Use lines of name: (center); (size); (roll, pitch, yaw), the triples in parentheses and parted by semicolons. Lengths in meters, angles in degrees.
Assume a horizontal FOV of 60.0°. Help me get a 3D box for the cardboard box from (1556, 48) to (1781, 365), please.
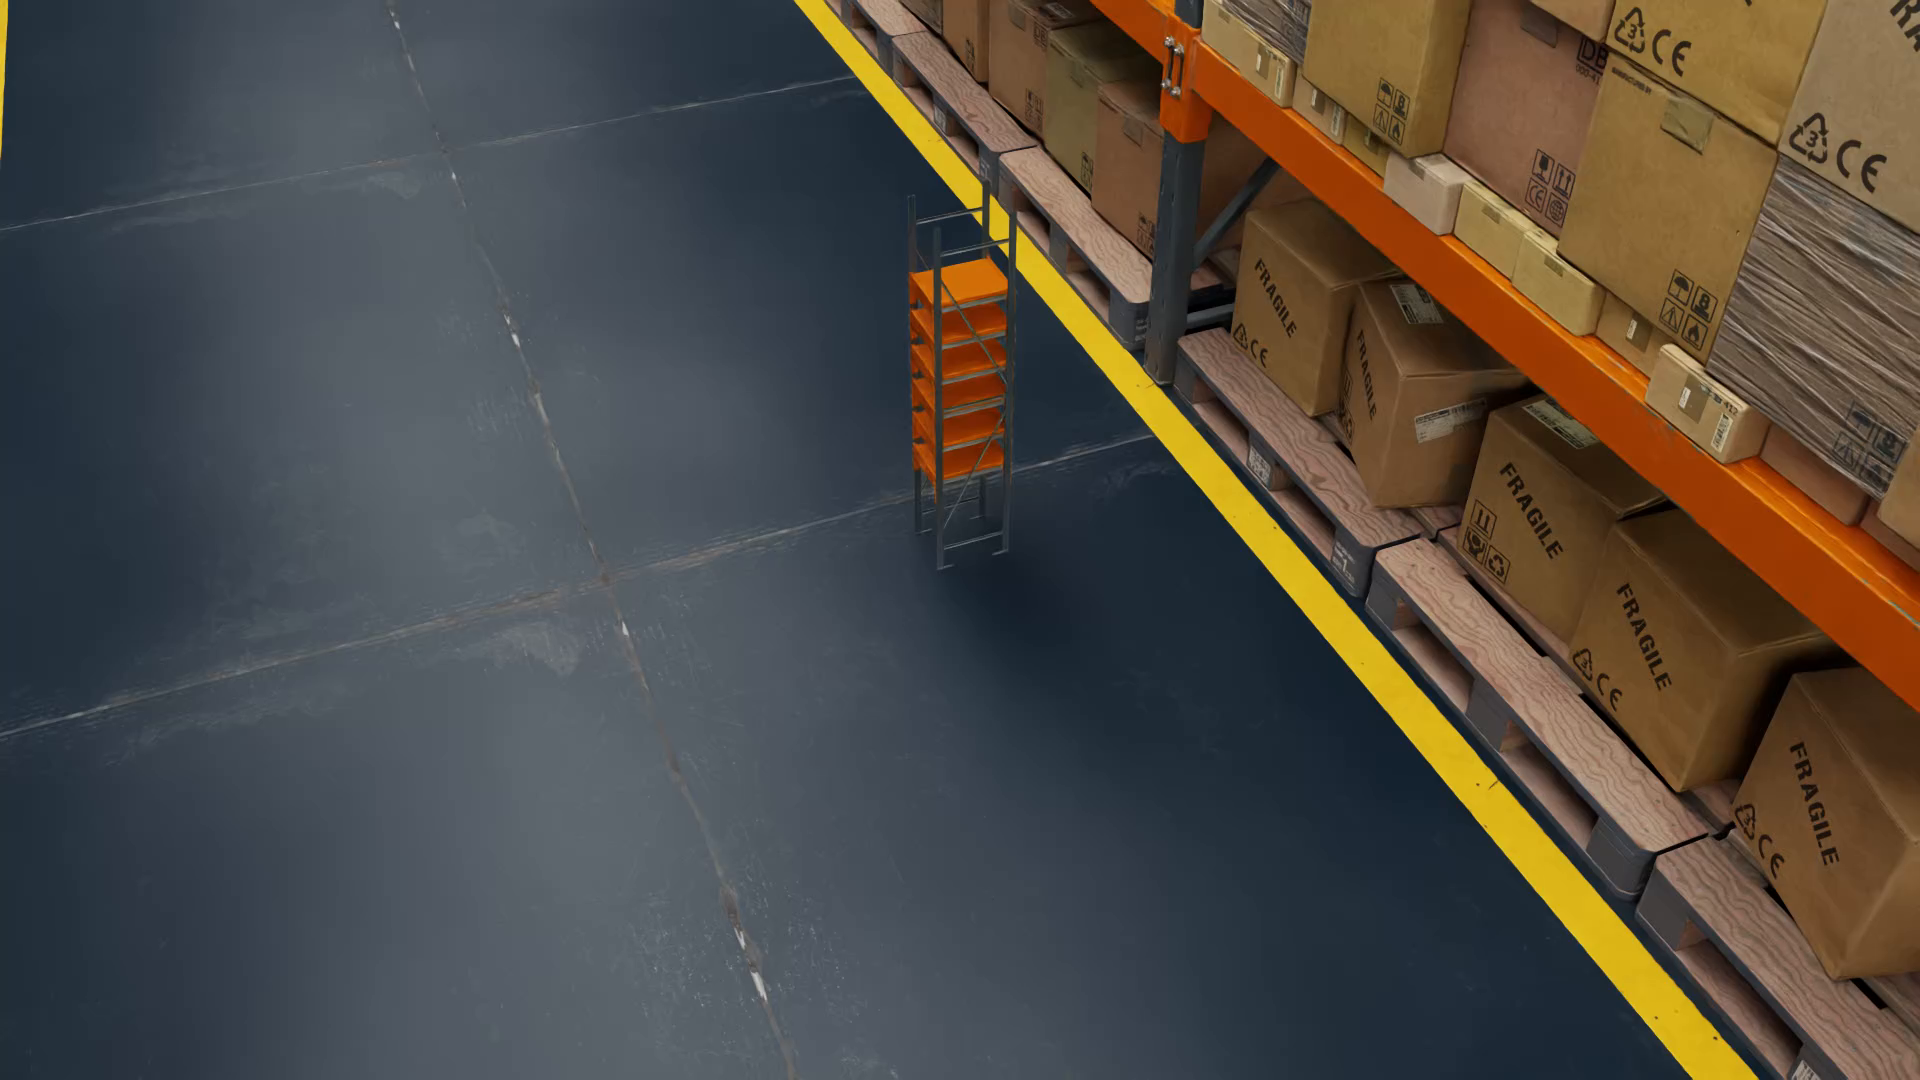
cardboard box: (1.851, -0.803, 3.578); (0.875, 0.500, 0.500); (-15, 43, -17)

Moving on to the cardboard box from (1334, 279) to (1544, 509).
cardboard box: (1.482, -0.453, 5.072); (0.500, 0.500, 0.500); (-3, 41, -3)

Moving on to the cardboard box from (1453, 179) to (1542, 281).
cardboard box: (1.445, -0.789, 4.060); (0.380, 0.149, 0.250); (-15, 43, -17)

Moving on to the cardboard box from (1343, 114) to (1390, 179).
cardboard box: (1.254, -1.090, 4.410); (0.380, 0.149, 0.250); (-15, 43, -17)

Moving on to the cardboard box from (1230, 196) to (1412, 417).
cardboard box: (1.256, -0.796, 5.471); (0.500, 0.500, 0.500); (-16, 43, -18)

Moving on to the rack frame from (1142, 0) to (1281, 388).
rack frame: (1.140, -1.836, 5.084); (1.000, 3.000, 0.127); (-15, 43, -17)

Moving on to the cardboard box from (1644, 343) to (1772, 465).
cardboard box: (1.700, -0.329, 3.524); (0.380, 0.149, 0.250); (-15, 43, -17)

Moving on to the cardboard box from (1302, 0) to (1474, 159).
cardboard box: (1.414, -1.390, 4.261); (0.875, 0.500, 0.500); (-15, 43, -17)

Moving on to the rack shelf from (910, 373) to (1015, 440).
rack shelf: (0.006, -0.413, 4.878); (0.258, 0.103, 0.180); (-15, 43, -17)

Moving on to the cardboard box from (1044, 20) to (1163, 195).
cardboard box: (0.760, -1.722, 6.532); (0.700, 0.500, 0.500); (-15, 43, -17)

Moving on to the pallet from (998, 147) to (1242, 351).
pallet: (0.841, -1.247, 6.539); (1.003, 0.211, 1.213); (-15, 43, -17)

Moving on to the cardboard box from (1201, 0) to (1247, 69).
cardboard box: (0.944, -1.536, 4.928); (0.380, 0.149, 0.250); (-15, 43, -17)

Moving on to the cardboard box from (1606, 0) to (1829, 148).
cardboard box: (1.662, -1.131, 3.193); (0.500, 0.500, 0.500); (-15, 43, -17)

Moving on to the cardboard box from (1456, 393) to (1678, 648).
cardboard box: (1.792, -0.099, 4.660); (0.500, 0.500, 0.500); (-19, 44, -21)

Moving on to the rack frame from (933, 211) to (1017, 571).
rack frame: (0.041, -0.391, 4.785); (0.240, 1.200, 0.006); (-15, 43, -17)

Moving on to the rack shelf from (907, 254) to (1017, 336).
rack shelf: (0.006, -0.685, 4.643); (0.258, 0.103, 0.180); (-15, 43, -17)

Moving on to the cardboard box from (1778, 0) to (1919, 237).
cardboard box: (1.846, -0.827, 2.840); (0.500, 0.500, 0.500); (-15, 43, -17)

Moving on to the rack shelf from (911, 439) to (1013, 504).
rack shelf: (0.006, -0.231, 5.034); (0.258, 0.103, 0.180); (-15, 43, -17)

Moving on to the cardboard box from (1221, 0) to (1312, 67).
cardboard box: (1.255, -1.700, 4.622); (0.875, 0.500, 0.500); (-15, 43, -17)

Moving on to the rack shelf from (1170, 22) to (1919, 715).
rack shelf: (1.905, -0.358, 3.918); (1.077, 0.370, 4.000); (-15, 43, -17)

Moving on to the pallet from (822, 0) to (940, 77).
pallet: (-0.093, -2.717, 8.248); (1.003, 0.211, 1.213); (-15, 43, -17)

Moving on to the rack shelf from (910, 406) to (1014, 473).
rack shelf: (0.006, -0.322, 4.956); (0.258, 0.103, 0.180); (-15, 43, -17)

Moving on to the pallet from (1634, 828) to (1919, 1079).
pallet: (2.363, 1.087, 3.824); (1.003, 0.211, 1.213); (-15, 43, -17)

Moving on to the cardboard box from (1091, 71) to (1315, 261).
cardboard box: (0.925, -1.430, 6.192); (0.700, 0.500, 0.500); (-18, 44, -20)

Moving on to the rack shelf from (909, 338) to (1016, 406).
rack shelf: (0.006, -0.504, 4.799); (0.258, 0.103, 0.180); (-15, 43, -17)

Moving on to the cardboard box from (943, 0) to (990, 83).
cardboard box: (0.332, -2.395, 7.314); (0.700, 0.500, 0.500); (-12, 42, -13)

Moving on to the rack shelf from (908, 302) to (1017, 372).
rack shelf: (0.006, -0.594, 4.721); (0.258, 0.103, 0.180); (-15, 43, -17)

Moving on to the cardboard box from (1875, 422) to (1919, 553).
cardboard box: (2.183, -0.186, 2.861); (0.875, 0.500, 0.500); (-15, 43, -17)

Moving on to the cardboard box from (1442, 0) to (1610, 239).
cardboard box: (1.698, -1.114, 3.940); (0.875, 0.500, 0.500); (-15, 43, -17)

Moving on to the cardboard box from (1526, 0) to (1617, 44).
cardboard box: (1.461, -1.429, 3.540); (0.500, 0.500, 0.500); (-15, 43, -17)

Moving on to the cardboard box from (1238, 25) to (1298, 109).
cardboard box: (1.028, -1.382, 4.750); (0.380, 0.149, 0.250); (-15, 43, -17)

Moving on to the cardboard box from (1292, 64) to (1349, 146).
cardboard box: (1.149, -1.239, 4.582); (0.380, 0.149, 0.250); (-15, 43, -17)

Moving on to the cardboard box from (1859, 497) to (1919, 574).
cardboard box: (1.994, -0.055, 3.206); (0.380, 0.149, 0.250); (-15, 43, -17)

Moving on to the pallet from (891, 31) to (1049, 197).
pallet: (0.370, -1.983, 7.394); (1.003, 0.211, 1.213); (-15, 43, -17)

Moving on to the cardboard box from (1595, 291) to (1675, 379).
cardboard box: (1.668, -0.497, 3.720); (0.380, 0.149, 0.250); (-15, 43, -17)

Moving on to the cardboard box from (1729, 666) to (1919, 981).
cardboard box: (2.187, 0.630, 3.812); (0.500, 0.500, 0.500); (-5, 41, -6)

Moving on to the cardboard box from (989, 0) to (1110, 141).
cardboard box: (0.545, -2.059, 6.924); (0.700, 0.500, 0.500); (-19, 44, -20)

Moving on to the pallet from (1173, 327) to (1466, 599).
pallet: (1.430, -0.383, 5.533); (1.003, 0.211, 1.213); (-15, 43, -17)

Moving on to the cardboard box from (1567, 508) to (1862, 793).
cardboard box: (1.965, 0.248, 4.256); (0.500, 0.500, 0.500); (-11, 42, -13)

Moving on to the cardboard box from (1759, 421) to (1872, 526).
cardboard box: (1.877, -0.200, 3.375); (0.380, 0.149, 0.250); (-15, 43, -17)

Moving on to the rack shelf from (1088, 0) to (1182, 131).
rack shelf: (0.375, -2.768, 6.720); (1.077, 0.370, 4.000); (-15, 43, -17)

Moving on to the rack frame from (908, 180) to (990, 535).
rack frame: (-0.029, -0.501, 4.913); (0.240, 1.200, 0.006); (-15, 43, -17)

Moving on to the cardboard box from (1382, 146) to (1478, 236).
cardboard box: (1.311, -0.929, 4.223); (0.380, 0.149, 0.250); (-15, 43, -17)

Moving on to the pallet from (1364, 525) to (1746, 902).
pallet: (1.900, 0.353, 4.677); (1.003, 0.211, 1.213); (-15, 43, -17)

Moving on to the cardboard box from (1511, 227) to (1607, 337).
cardboard box: (1.531, -0.636, 3.882); (0.380, 0.149, 0.250); (-15, 43, -17)

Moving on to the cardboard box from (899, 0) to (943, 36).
cardboard box: (0.108, -2.735, 7.710); (0.700, 0.500, 0.500); (-19, 44, -20)

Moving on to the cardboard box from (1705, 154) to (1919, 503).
cardboard box: (2.032, -0.498, 3.224); (0.875, 0.500, 0.500); (-15, 43, -17)

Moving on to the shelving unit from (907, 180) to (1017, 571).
shelving unit: (0.006, -0.446, 4.849); (0.258, 1.200, 0.189); (-15, 43, -17)
